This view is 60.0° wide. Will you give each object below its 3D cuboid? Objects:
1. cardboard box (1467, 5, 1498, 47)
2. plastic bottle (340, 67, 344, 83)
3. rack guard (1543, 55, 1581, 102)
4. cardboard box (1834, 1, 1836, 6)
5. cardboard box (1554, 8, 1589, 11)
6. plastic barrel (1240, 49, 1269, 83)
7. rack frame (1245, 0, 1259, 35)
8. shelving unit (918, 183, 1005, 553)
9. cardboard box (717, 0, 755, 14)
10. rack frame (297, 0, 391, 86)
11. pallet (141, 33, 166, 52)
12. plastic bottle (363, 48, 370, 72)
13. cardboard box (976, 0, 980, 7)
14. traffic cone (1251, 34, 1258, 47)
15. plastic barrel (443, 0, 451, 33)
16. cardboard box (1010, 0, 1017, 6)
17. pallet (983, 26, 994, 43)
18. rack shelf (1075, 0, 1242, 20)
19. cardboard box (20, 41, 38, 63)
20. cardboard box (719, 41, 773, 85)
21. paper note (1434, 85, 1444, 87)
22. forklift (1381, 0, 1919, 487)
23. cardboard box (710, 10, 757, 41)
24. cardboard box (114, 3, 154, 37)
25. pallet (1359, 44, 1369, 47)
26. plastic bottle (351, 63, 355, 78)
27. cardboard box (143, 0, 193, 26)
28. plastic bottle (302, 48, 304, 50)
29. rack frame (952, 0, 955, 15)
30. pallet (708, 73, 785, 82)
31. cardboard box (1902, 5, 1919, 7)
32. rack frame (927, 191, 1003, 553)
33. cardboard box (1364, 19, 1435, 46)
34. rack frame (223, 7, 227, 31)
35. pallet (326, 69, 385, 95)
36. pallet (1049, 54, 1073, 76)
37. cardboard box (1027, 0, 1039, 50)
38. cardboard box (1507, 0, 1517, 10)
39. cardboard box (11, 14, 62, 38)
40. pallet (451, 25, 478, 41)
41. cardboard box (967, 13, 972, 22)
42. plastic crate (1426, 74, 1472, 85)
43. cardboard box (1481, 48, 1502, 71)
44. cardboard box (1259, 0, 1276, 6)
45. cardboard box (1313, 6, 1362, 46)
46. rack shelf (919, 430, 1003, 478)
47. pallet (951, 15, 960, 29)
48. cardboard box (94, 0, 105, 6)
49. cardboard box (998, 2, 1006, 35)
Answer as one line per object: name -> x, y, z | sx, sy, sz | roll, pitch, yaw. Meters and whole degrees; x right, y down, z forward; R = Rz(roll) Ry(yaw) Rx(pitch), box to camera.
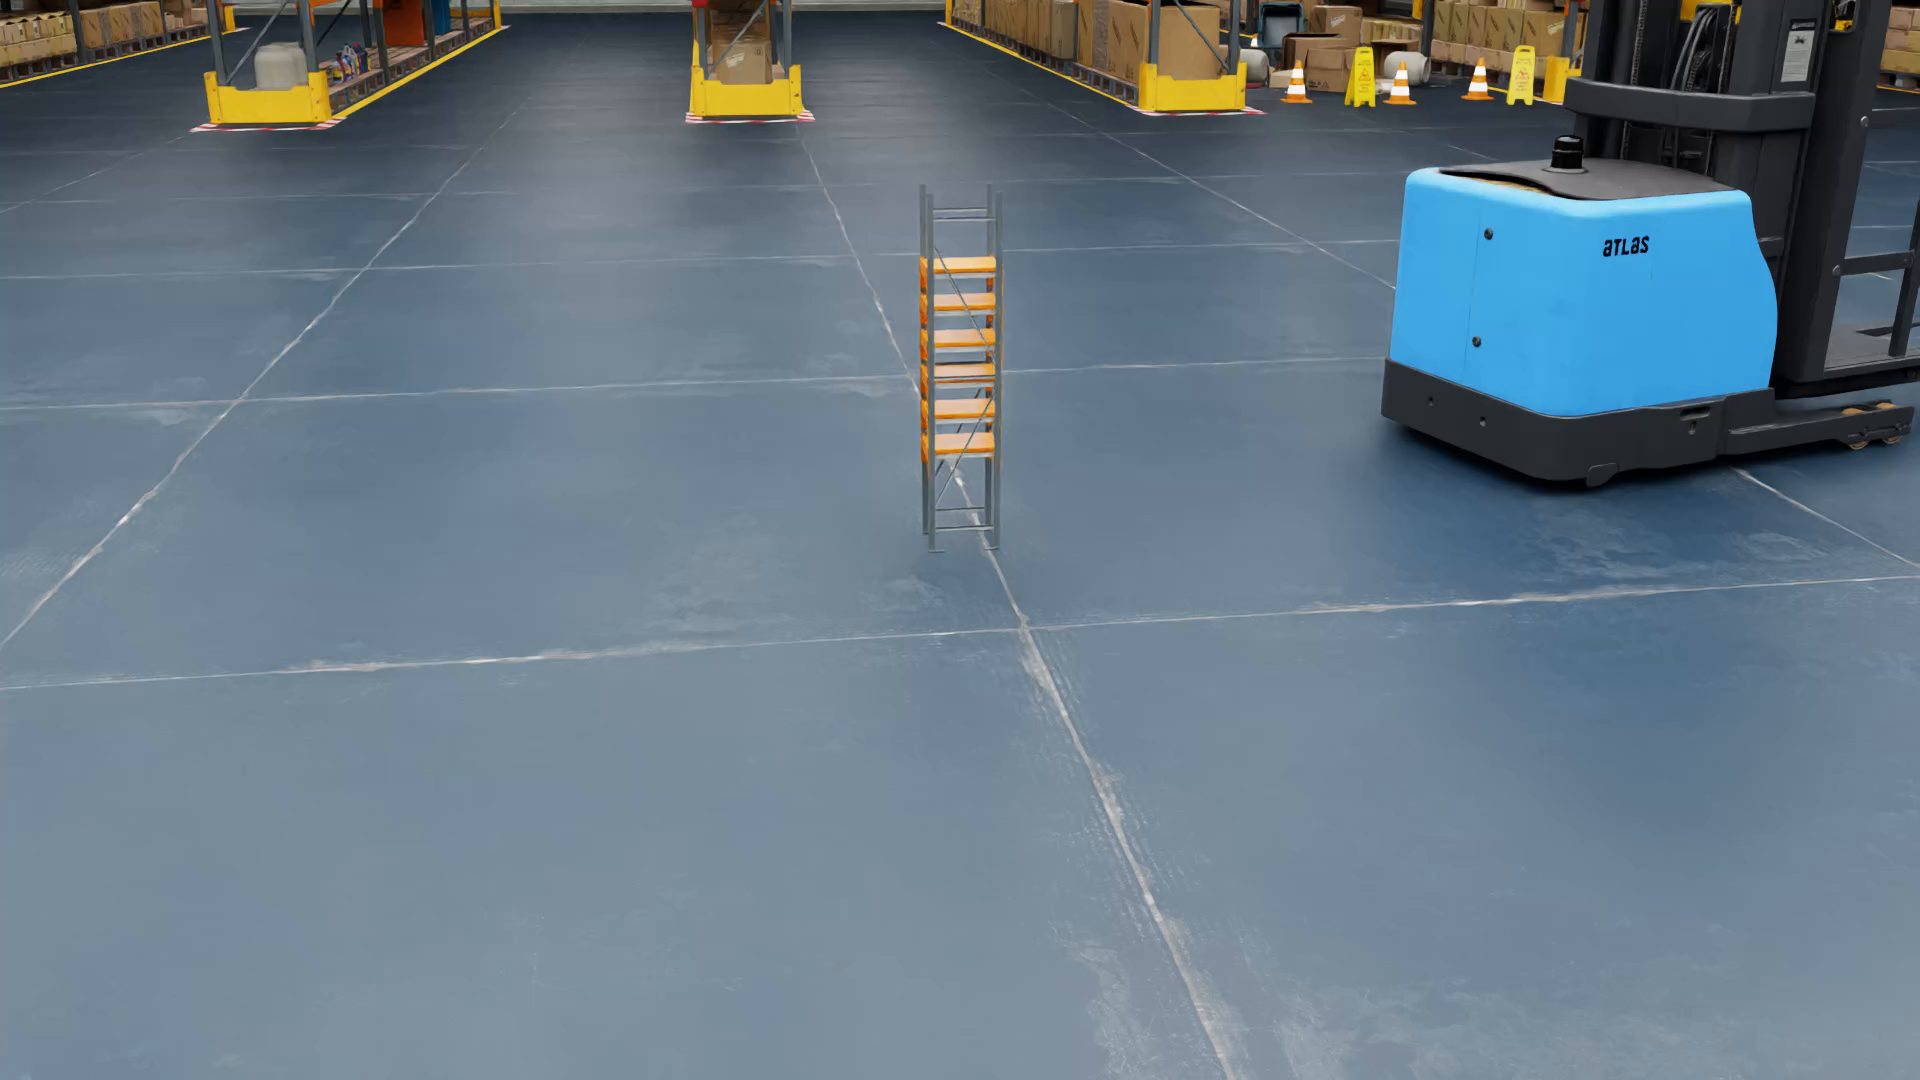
cardboard box -> 6.891, -6.629, 21.436 | 0.500, 0.500, 0.500 | -2, 21, -5
plastic bottle -> -7.187, -5.391, 19.235 | 0.097, 0.201, 0.097 | 0, 20, 0
rack guard -> 7.477, -5.422, 19.518 | 1.175, 0.500, 0.348 | -3, 21, -8
cardboard box -> 11.729, -7.048, 22.199 | 0.500, 0.250, 0.500 | -2, 21, -6
cardboard box -> 7.562, -6.309, 20.578 | 0.500, 0.500, 0.500 | -4, 21, -10
plastic barrel -> 3.709, -6.144, 21.563 | 0.512, 0.421, 0.421 | 12, 24, 30
rack frame -> 5.758, -10.721, 30.134 | 1.000, 3.000, 0.127 | -3, 21, -8
shelving unit -> 0.002, -0.557, 5.493 | 0.258, 1.200, 0.189 | -3, 21, -8
cardboard box -> -3.259, -7.809, 24.210 | 0.500, 0.250, 0.500 | -1, 20, -2
rack frame -> -7.796, -7.202, 20.711 | 1.000, 3.000, 0.127 | -3, 21, -8
pallet -> -13.697, -8.137, 27.201 | 1.003, 0.211, 1.213 | -3, 21, -8
plastic bottle -> -7.400, -5.985, 20.708 | 0.061, 0.283, 0.133 | -2, 21, -5
cardboard box -> 0.490, -9.773, 30.220 | 0.380, 0.149, 0.250 | -3, 21, -7
traffic cone -> 4.316, -7.172, 24.256 | 0.336, 0.463, 0.334 | -3, 21, -8
plastic barrel -> -8.888, -8.996, 27.914 | 0.600, 0.901, 0.708 | -3, 21, -8
cardboard box -> 1.093, -8.652, 26.496 | 0.500, 0.250, 0.500 | -3, 21, -9
pallet -> 0.988, -8.861, 29.139 | 1.003, 0.211, 1.213 | -3, 21, -8
rack shelf -> 2.316, -6.637, 20.228 | 1.077, 0.370, 4.000 | -3, 21, -8
cardboard box -> -12.733, -6.546, 22.286 | 0.500, 0.250, 0.500 | -3, 21, -7
cardboard box -> -2.392, -5.309, 18.617 | 0.500, 0.500, 0.500 | 1, 20, 2
paper note -> 6.090, -5.780, 21.148 | 0.142, 0.019, 0.148 | -11, 23, -26
forklift -> 3.310, -1.895, 6.600 | 3.031, 2.935, 1.130 | -9, 22, -23
cardboard box -> -3.355, -7.641, 24.830 | 0.700, 0.500, 0.500 | -4, 21, -11
cardboard box -> -13.434, -8.430, 26.944 | 0.500, 0.500, 0.500 | -3, 21, -8
pallet -> 6.619, -7.338, 25.061 | 1.003, 0.211, 1.213 | -3, 21, -8
plastic bottle -> -7.280, -5.614, 19.832 | 0.097, 0.201, 0.097 | 0, 20, 0
cardboard box -> -14.127, -9.410, 29.563 | 0.797, 0.503, 0.637 | -3, 21, -8
plastic bottle -> -8.184, -5.997, 20.757 | 0.097, 0.271, 0.097 | 0, 20, 0
rack frame -> 0.298, -11.822, 33.080 | 1.000, 3.000, 0.127 | -3, 21, -8
pallet -> -2.584, -5.491, 20.117 | 1.003, 0.211, 1.213 | -3, 21, -8
cardboard box -> 12.380, -6.718, 21.316 | 0.500, 0.250, 0.500 | -3, 21, -8
rack frame -> 0.015, -0.525, 5.408 | 0.240, 1.200, 0.006 | -3, 21, -8
cardboard box -> 6.625, -7.588, 24.901 | 0.950, 0.372, 0.625 | -2, 21, -6
rack frame -> -14.428, -11.108, 31.170 | 1.000, 3.000, 0.127 | -3, 21, -8
pallet -> -7.741, -5.661, 20.571 | 1.003, 0.211, 1.213 | -3, 21, -8
pallet -> 1.842, -6.624, 23.149 | 1.003, 0.211, 1.213 | -3, 21, -8
cardboard box -> 1.579, -7.677, 24.598 | 1.050, 0.750, 0.750 | -3, 21, -7
cardboard box -> 6.962, -6.605, 20.445 | 0.380, 0.149, 0.250 | -3, 21, -7
cardboard box -> -12.874, -7.161, 23.130 | 0.500, 0.311, 0.500 | -3, 21, -9
pallet -> -9.094, -8.918, 29.292 | 1.003, 0.211, 1.213 | -3, 21, -8
cardboard box -> 0.332, -9.775, 31.075 | 0.380, 0.149, 0.250 | -3, 21, -8
plastic crate -> 6.326, -5.999, 21.663 | 0.402, 0.080, 0.583 | -11, 23, -26
cardboard box -> 6.958, -6.102, 21.097 | 0.500, 0.250, 0.500 | -4, 21, -10
cardboard box -> 5.927, -9.712, 29.869 | 0.875, 0.875, 0.875 | -2, 21, -6
cardboard box -> 5.155, -7.035, 22.755 | 0.500, 0.500, 0.500 | -3, 21, -8
rack shelf -> 0.002, -0.291, 5.592 | 0.258, 0.103, 0.180 | -3, 21, -8
pallet -> 0.391, -10.206, 32.740 | 1.003, 0.211, 1.213 | -3, 21, -8
cardboard box -> -13.879, -8.584, 26.283 | 0.500, 0.250, 0.500 | -3, 21, -8
cardboard box -> 0.934, -8.654, 27.573 | 0.500, 0.500, 0.500 | -4, 21, -10
